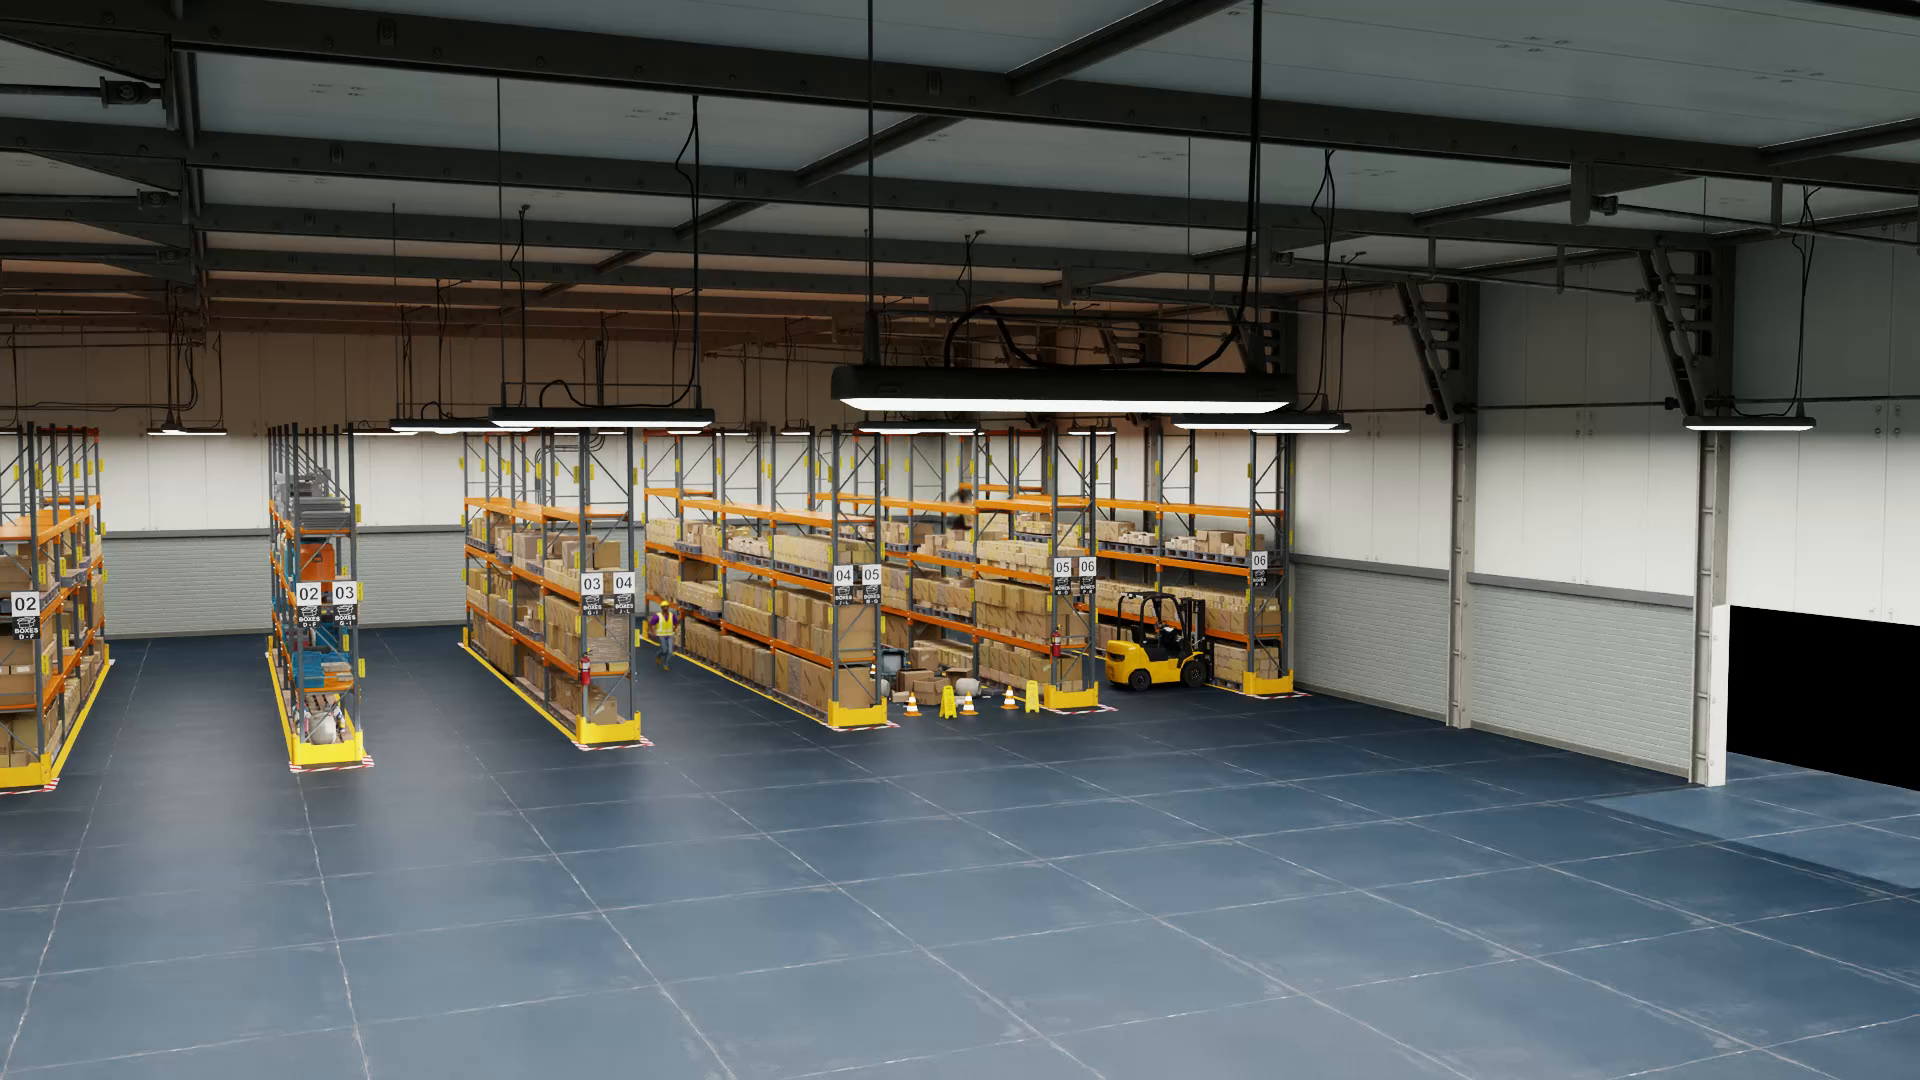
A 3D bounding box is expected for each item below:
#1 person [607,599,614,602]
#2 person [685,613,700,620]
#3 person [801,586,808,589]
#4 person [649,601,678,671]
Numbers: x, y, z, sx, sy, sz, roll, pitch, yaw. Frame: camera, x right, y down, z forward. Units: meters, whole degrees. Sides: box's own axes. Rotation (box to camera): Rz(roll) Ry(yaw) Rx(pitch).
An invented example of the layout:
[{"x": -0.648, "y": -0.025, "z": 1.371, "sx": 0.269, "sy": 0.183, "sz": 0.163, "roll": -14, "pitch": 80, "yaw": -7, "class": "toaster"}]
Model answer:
[{"x": -9.534, "y": 2.110, "z": 45.748, "sx": 0.560, "sy": 1.645, "sz": 0.586, "roll": -1, "pitch": 4, "yaw": -19, "class": "person"}, {"x": -8.025, "y": 1.843, "z": 49.281, "sx": 0.885, "sy": 1.797, "sz": 0.765, "roll": 2, "pitch": 4, "yaw": 34, "class": "person"}, {"x": -4.686, "y": 1.758, "z": 51.217, "sx": 0.845, "sy": 1.690, "sz": 0.696, "roll": 0, "pitch": 3, "yaw": 4, "class": "person"}, {"x": -7.265, "y": 2.363, "z": 40.968, "sx": 0.701, "sy": 1.716, "sz": 0.587, "roll": -2, "pitch": 4, "yaw": -28, "class": "person"}]
